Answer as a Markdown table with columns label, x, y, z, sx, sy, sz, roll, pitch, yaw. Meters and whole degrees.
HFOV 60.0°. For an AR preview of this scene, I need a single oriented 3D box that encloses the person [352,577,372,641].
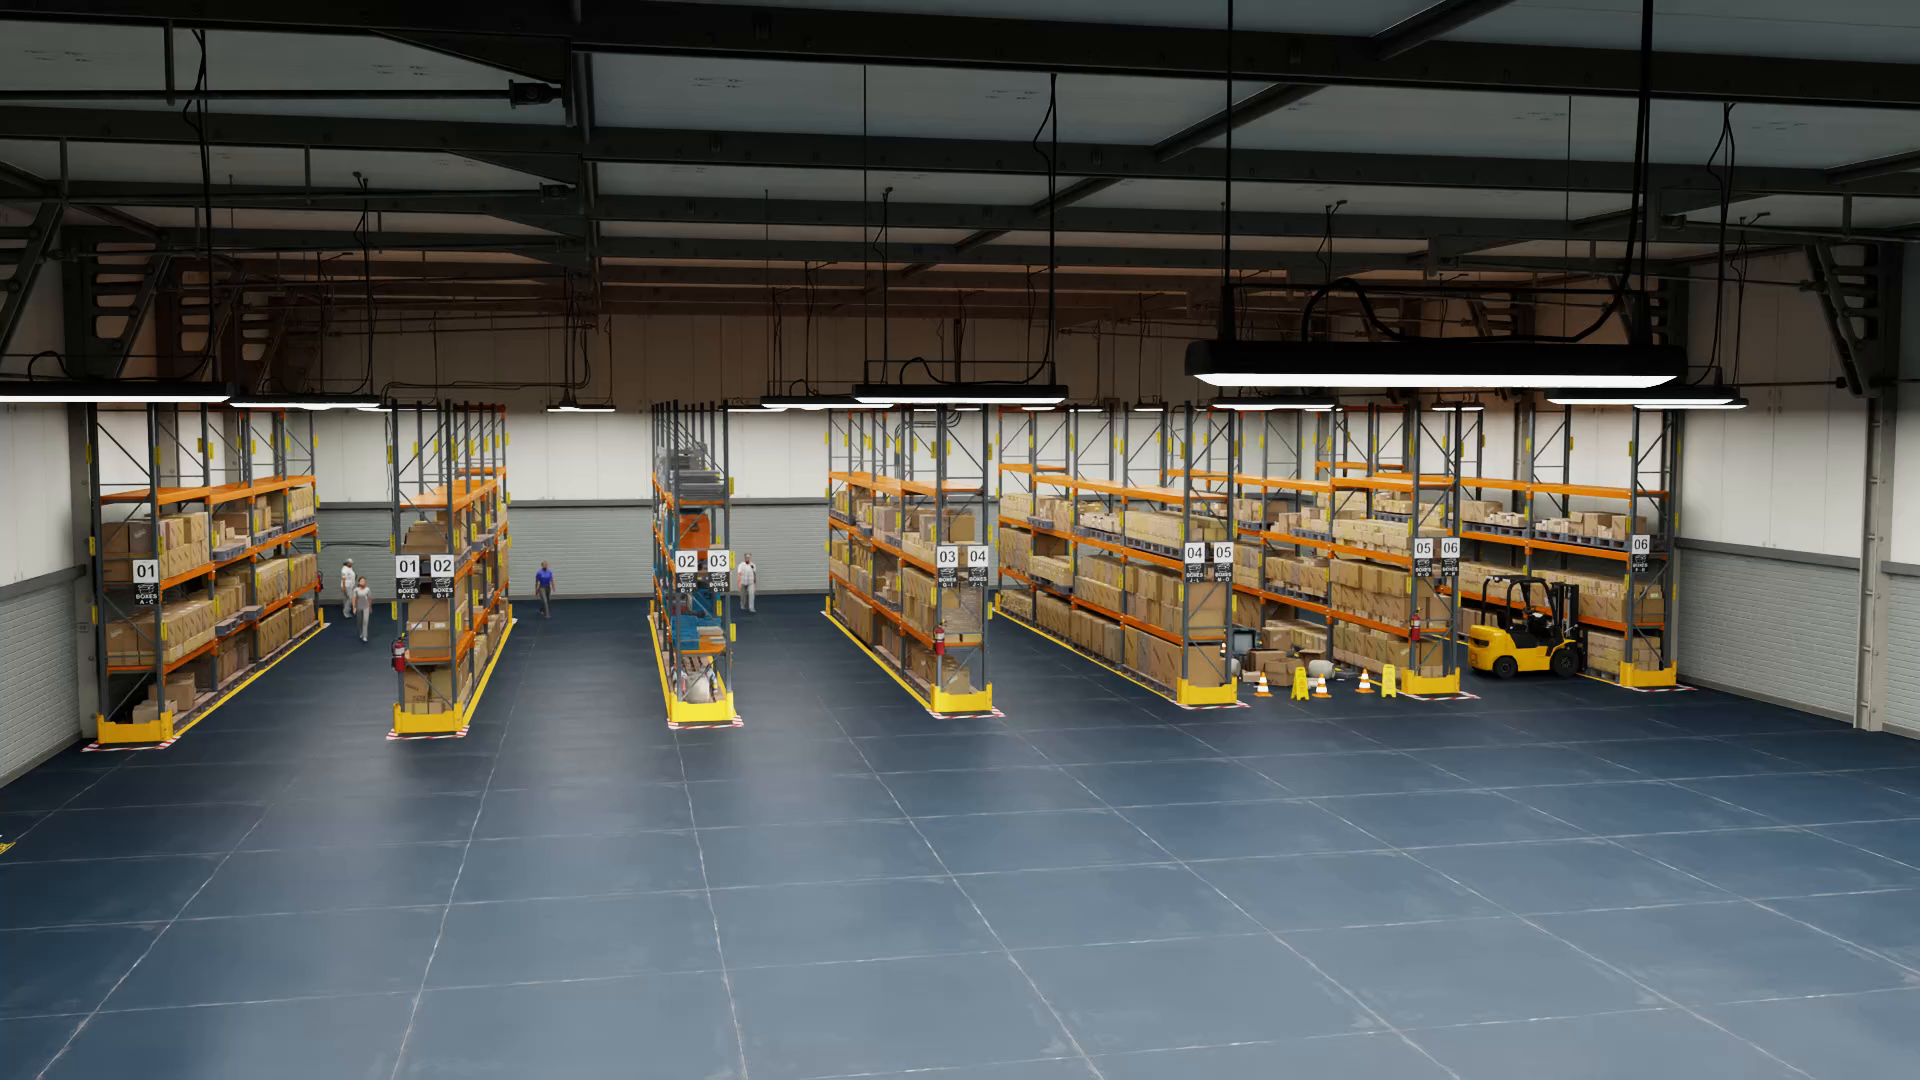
| label | x | y | z | sx | sy | sz | roll | pitch | yaw |
| --- | --- | --- | --- | --- | --- | --- | --- | --- | --- |
| person | -15.140 | 1.737 | 42.079 | 0.437 | 1.607 | 1.082 | -1 | 4 | -15 |

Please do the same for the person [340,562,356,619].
| label | x | y | z | sx | sy | sz | roll | pitch | yaw |
| --- | --- | --- | --- | --- | --- | --- | --- | --- | --- |
| person | -17.257 | 1.367 | 46.905 | 0.402 | 1.670 | 0.504 | -1 | 4 | -12 |

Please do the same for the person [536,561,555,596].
| label | x | y | z | sx | sy | sz | roll | pitch | yaw |
| --- | --- | --- | --- | --- | --- | --- | --- | --- | --- |
| person | -11.633 | 1.085 | 46.657 | 0.473 | 0.988 | 0.412 | -3 | 5 | -38 |

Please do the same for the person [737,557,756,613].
| label | x | y | z | sx | sy | sz | roll | pitch | yaw |
| --- | --- | --- | --- | --- | --- | --- | --- | --- | --- |
| person | -6.168 | 1.250 | 48.165 | 0.577 | 1.664 | 1.099 | -1 | 4 | -15 |
